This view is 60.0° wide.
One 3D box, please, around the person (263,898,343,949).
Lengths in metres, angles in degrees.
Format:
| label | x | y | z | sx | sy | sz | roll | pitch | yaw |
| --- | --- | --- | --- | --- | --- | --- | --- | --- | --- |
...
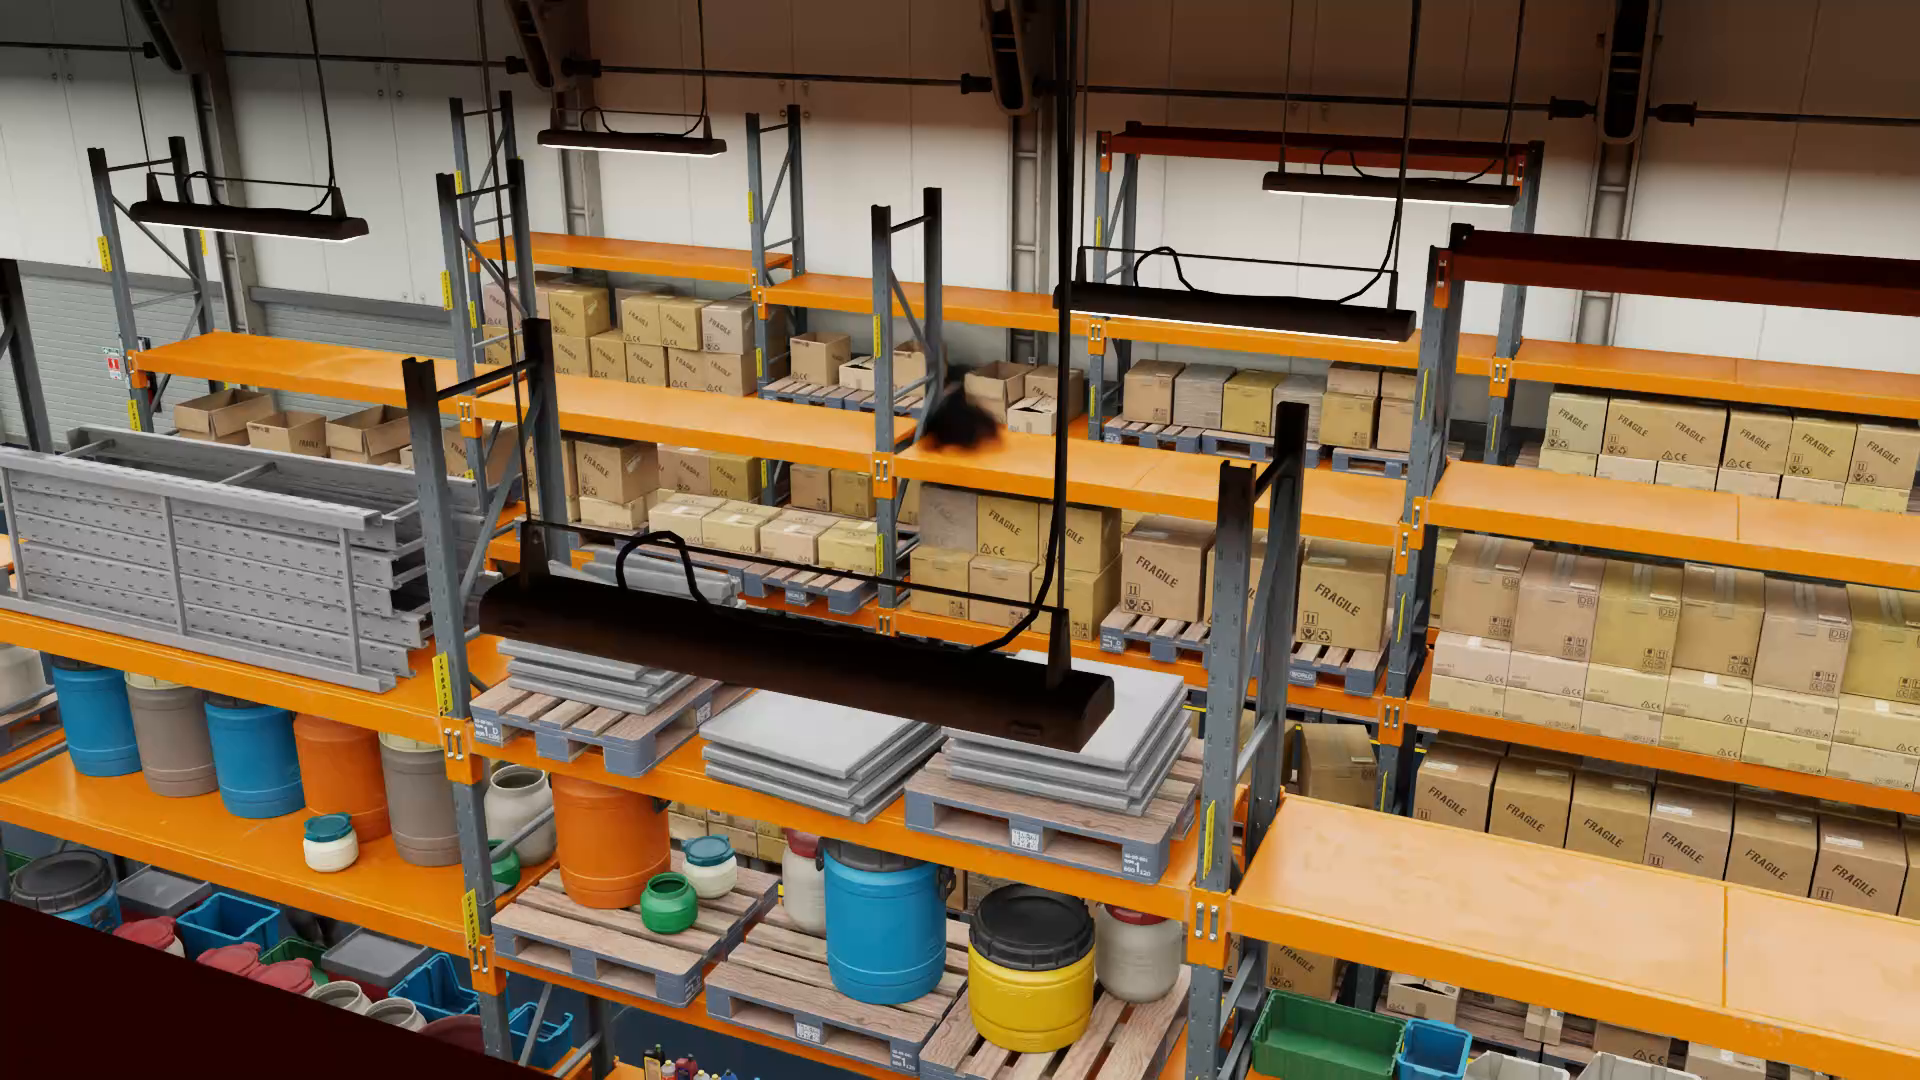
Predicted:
| label | x | y | z | sx | sy | sz | roll | pitch | yaw |
| --- | --- | --- | --- | --- | --- | --- | --- | --- | --- |
| person | -5.026 | 2.860 | 12.833 | 0.624 | 1.586 | 0.648 | -12 | 24 | -29 |
